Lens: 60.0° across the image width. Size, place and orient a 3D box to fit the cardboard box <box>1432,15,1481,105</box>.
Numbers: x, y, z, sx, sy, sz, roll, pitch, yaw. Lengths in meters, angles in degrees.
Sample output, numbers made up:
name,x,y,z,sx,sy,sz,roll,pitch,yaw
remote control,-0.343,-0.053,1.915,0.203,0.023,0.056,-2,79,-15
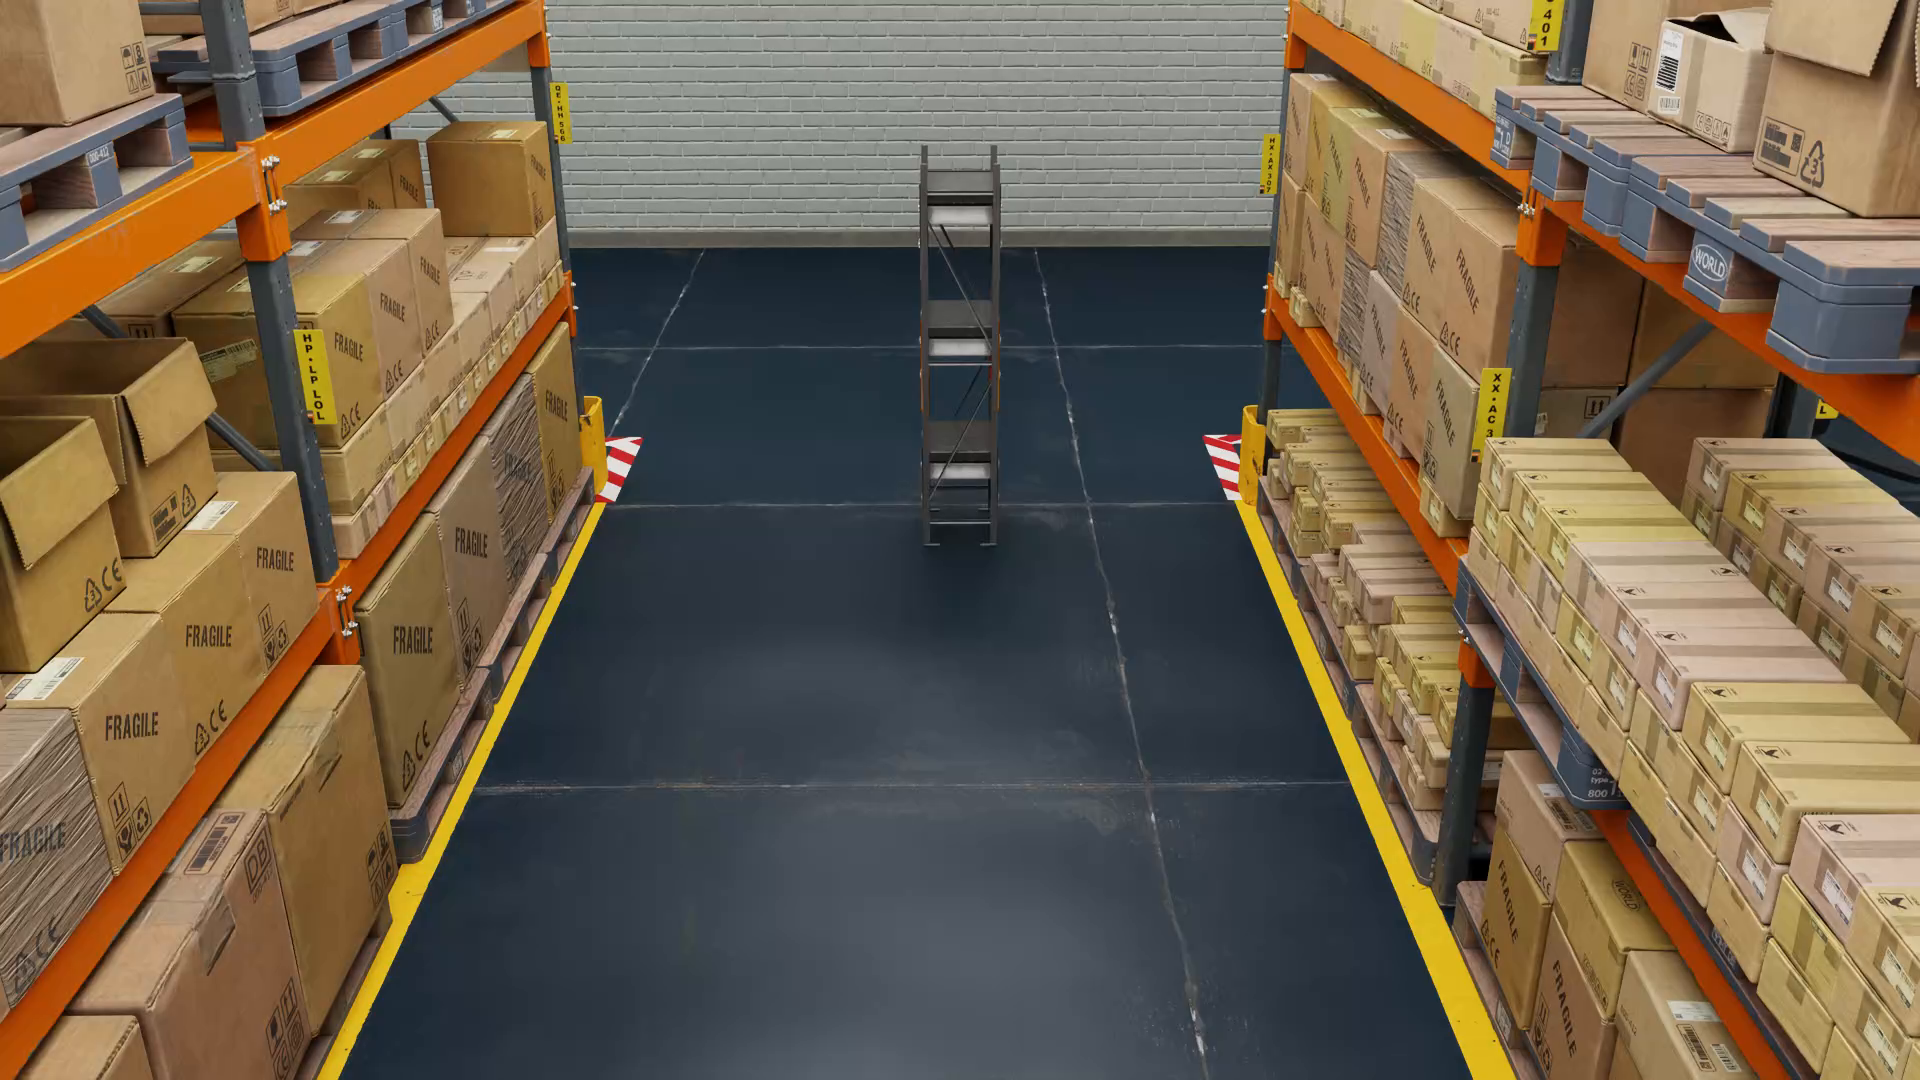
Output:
name,x,y,z,sx,sy,sz,roll,pitch,yaw
cardboard box,2.020,-1.724,5.964,0.500,0.250,0.500,0,24,-1

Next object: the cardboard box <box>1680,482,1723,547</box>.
name,x,y,z,sx,sy,sz,roll,pitch,yaw
cardboard box,2.491,-0.068,5.195,0.380,0.149,0.250,0,24,1

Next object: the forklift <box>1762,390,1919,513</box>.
name,x,y,z,sx,sy,sz,roll,pitch,yaw
forklift,4.640,-1.850,9.784,1.130,2.935,3.031,-14,28,-28

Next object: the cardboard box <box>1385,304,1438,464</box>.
name,x,y,z,sx,sy,sz,roll,pitch,yaw
cardboard box,1.997,-0.612,6.481,0.500,0.500,0.500,-1,24,-2

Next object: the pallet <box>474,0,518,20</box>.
name,x,y,z,sx,sy,sz,roll,pitch,yaw
pallet,-2.697,-2.707,8.063,1.003,0.211,1.213,0,24,-1

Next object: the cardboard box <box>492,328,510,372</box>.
name,x,y,z,sx,sy,sz,roll,pitch,yaw
cardboard box,-2.366,-0.899,7.902,0.380,0.149,0.250,0,24,0

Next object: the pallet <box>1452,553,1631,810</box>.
name,x,y,z,sx,sy,sz,roll,pitch,yaw
pallet,2.152,0.384,4.993,1.003,0.211,1.213,0,24,-1

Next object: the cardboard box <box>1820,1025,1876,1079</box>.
name,x,y,z,sx,sy,sz,roll,pitch,yaw
cardboard box,1.865,1.040,3.105,0.380,0.149,0.250,-1,24,-1

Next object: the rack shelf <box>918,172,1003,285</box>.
name,x,y,z,sx,sy,sz,roll,pitch,yaw
rack shelf,-0.002,-1.650,8.685,0.431,0.518,0.480,0,24,-1

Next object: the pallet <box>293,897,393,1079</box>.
name,x,y,z,sx,sy,sz,roll,pitch,yaw
pallet,-2.588,1.550,5.567,1.003,0.211,1.213,0,24,-1

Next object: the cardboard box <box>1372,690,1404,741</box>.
name,x,y,z,sx,sy,sz,roll,pitch,yaw
cardboard box,1.958,0.713,6.984,0.380,0.149,0.250,-1,24,-2

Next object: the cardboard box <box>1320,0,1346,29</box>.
name,x,y,z,sx,sy,sz,roll,pitch,yaw
cardboard box,1.996,-2.562,7.817,0.500,0.250,0.500,1,24,1

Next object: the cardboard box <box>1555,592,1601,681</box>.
name,x,y,z,sx,sy,sz,roll,pitch,yaw
cardboard box,1.845,0.253,4.484,0.380,0.149,0.250,-1,24,-3

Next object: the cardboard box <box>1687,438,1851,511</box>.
name,x,y,z,sx,sy,sz,roll,pitch,yaw
cardboard box,2.489,-0.202,5.130,0.380,0.149,0.250,1,24,2

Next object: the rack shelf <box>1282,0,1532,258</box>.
name,x,y,z,sx,sy,sz,roll,pitch,yaw
rack shelf,2.267,-1.882,7.004,1.077,0.370,4.000,0,24,-1

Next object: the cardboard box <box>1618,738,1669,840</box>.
name,x,y,z,sx,sy,sz,roll,pitch,yaw
cardboard box,1.853,0.607,4.064,0.380,0.149,0.250,-1,24,-2

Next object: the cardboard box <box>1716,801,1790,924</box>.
name,x,y,z,sx,sy,sz,roll,pitch,yaw
cardboard box,1.856,0.684,3.532,0.380,0.149,0.250,0,24,1

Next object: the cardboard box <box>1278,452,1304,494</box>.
name,x,y,z,sx,sy,sz,roll,pitch,yaw
cardboard box,1.941,-0.365,9.006,0.380,0.149,0.250,0,24,-1

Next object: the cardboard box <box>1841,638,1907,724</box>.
name,x,y,z,sx,sy,sz,roll,pitch,yaw
cardboard box,2.504,0.363,4.243,0.380,0.149,0.250,-1,24,-3

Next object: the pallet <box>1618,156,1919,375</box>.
name,x,y,z,sx,sy,sz,roll,pitch,yaw
pallet,2.204,-0.618,3.564,1.213,0.211,1.003,0,24,-1

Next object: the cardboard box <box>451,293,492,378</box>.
name,x,y,z,sx,sy,sz,roll,pitch,yaw
cardboard box,-2.424,-0.922,7.469,0.500,0.250,0.500,0,24,0

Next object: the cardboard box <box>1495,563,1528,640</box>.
name,x,y,z,sx,sy,sz,roll,pitch,yaw
cardboard box,1.842,0.183,5.001,0.380,0.149,0.250,0,24,0

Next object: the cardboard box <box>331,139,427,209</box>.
name,x,y,z,sx,sy,sz,roll,pitch,yaw
cardboard box,-2.974,-1.690,8.258,0.500,0.500,0.500,-1,24,-2

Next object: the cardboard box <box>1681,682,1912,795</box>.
name,x,y,z,sx,sy,sz,roll,pitch,yaw
cardboard box,1.855,0.442,3.707,0.380,0.149,0.250,0,24,1

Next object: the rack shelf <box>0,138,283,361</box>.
name,x,y,z,sx,sy,sz,roll,pitch,yaw
rack shelf,-2.650,-0.253,3.402,1.077,0.370,4.000,0,24,-1

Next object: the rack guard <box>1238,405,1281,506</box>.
name,x,y,z,sx,sy,sz,roll,pitch,yaw
rack guard,2.246,-0.497,9.742,1.175,0.500,0.348,0,24,-1

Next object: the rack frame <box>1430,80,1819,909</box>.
name,x,y,z,sx,sy,sz,roll,pitch,yaw
rack frame,2.289,-0.019,5.652,1.000,3.000,0.127,0,24,-1

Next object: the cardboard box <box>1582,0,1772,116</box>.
name,x,y,z,sx,sy,sz,roll,pitch,yaw
cardboard box,2.183,-1.466,4.580,0.700,0.500,0.500,0,24,0

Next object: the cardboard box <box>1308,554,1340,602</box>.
name,x,y,z,sx,sy,sz,roll,pitch,yaw
cardboard box,1.932,0.181,8.159,0.380,0.149,0.250,-1,24,-3

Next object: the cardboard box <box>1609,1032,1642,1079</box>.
name,x,y,z,sx,sy,sz,roll,pitch,yaw
cardboard box,2.059,1.668,4.445,0.500,0.500,0.500,0,24,0

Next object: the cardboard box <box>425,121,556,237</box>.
name,x,y,z,sx,sy,sz,roll,pitch,yaw
cardboard box,-2.447,-1.896,8.712,0.500,0.500,0.500,0,24,0

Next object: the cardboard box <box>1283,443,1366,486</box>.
name,x,y,z,sx,sy,sz,roll,pitch,yaw
cardboard box,1.909,-0.396,8.713,0.380,0.149,0.250,0,24,-1

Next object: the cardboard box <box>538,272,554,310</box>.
name,x,y,z,sx,sy,sz,roll,pitch,yaw
cardboard box,-2.378,-1.320,8.832,0.380,0.149,0.250,0,24,0

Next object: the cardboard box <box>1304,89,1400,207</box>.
name,x,y,z,sx,sy,sz,roll,pitch,yaw
cardboard box,1.997,-1.910,8.137,0.500,0.500,0.500,0,24,1

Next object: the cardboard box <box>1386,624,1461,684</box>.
name,x,y,z,sx,sy,sz,roll,pitch,yaw
cardboard box,1.973,0.465,6.811,0.380,0.149,0.250,0,24,-1

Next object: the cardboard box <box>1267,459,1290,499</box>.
name,x,y,z,sx,sy,sz,roll,pitch,yaw
cardboard box,1.931,-0.342,9.316,0.380,0.149,0.250,0,24,1

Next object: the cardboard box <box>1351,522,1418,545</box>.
name,x,y,z,sx,sy,sz,roll,pitch,yaw
cardboard box,2.044,0.032,7.767,0.380,0.149,0.250,0,24,0

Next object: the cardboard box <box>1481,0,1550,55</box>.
name,x,y,z,sx,sy,sz,roll,pitch,yaw
cardboard box,2.030,-1.734,5.379,0.500,0.250,0.500,-1,24,-3

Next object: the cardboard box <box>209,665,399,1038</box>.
name,x,y,z,sx,sy,sz,roll,pitch,yaw
cardboard box,-2.645,1.002,5.463,1.225,0.875,0.875,0,24,0

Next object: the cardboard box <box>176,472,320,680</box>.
name,x,y,z,sx,sy,sz,roll,pitch,yaw
cardboard box,-2.393,0.108,5.250,0.500,0.500,0.500,0,24,0

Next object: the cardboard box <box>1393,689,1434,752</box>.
name,x,y,z,sx,sy,sz,roll,pitch,yaw
cardboard box,1.952,0.713,6.621,0.380,0.149,0.250,-1,24,-3

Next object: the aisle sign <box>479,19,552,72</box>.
name,x,y,z,sx,sy,sz,roll,pitch,yaw
aisle sign,-2.416,-2.902,8.871,0.394,0.787,0.004,0,24,-1

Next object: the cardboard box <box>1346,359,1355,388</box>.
name,x,y,z,sx,sy,sz,roll,pitch,yaw
cardboard box,1.989,-0.775,7.628,0.380,0.149,0.250,1,24,1

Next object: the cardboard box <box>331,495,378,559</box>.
name,x,y,z,sx,sy,sz,roll,pitch,yaw
cardboard box,-2.342,-0.047,6.019,0.380,0.149,0.250,0,24,0

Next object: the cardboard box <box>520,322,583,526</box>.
name,x,y,z,sx,sy,sz,roll,pitch,yaw
cardboard box,-2.628,-0.646,9.108,0.875,0.875,0.875,0,24,-1

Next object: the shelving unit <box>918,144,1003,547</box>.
name,x,y,z,sx,sy,sz,roll,pitch,yaw
shelving unit,-0.002,-1.025,8.968,0.431,2.100,0.503,0,24,-1

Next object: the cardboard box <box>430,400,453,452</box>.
name,x,y,z,sx,sy,sz,roll,pitch,yaw
cardboard box,-2.356,-0.478,6.971,0.380,0.149,0.250,-1,24,-1

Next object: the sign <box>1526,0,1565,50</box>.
name,x,y,z,sx,sy,sz,roll,pitch,yaw
sign,1.747,-1.615,4.914,0.100,0.325,0.005,0,24,-1

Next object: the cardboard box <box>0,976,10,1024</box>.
name,x,y,z,sx,sy,sz,roll,pitch,yaw
cardboard box,-2.378,0.939,3.411,0.500,0.500,0.500,-1,24,-2

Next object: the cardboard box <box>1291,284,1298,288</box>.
name,x,y,z,sx,sy,sz,roll,pitch,yaw
cardboard box,1.965,-1.313,8.818,0.380,0.149,0.250,1,24,1

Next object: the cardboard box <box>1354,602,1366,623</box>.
name,x,y,z,sx,sy,sz,roll,pitch,yaw
cardboard box,2.022,0.284,7.571,0.380,0.149,0.250,-1,24,-3

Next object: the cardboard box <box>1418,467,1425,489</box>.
name,x,y,z,sx,sy,sz,roll,pitch,yaw
cardboard box,1.997,-0.237,6.439,0.380,0.149,0.250,1,24,2

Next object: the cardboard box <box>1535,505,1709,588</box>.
name,x,y,z,sx,sy,sz,roll,pitch,yaw
cardboard box,1.843,0.018,4.643,0.380,0.149,0.250,0,24,0

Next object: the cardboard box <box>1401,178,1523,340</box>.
name,x,y,z,sx,sy,sz,roll,pitch,yaw
cardboard box,2.003,-1.061,6.260,0.500,0.500,0.500,-1,24,-2

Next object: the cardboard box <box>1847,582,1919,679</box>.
name,x,y,z,sx,sy,sz,roll,pitch,yaw
cardboard box,2.496,0.224,4.187,0.380,0.149,0.250,-1,24,-2

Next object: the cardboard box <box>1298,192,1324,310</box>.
name,x,y,z,sx,sy,sz,roll,pitch,yaw
cardboard box,2.005,-1.441,8.315,0.500,0.500,0.500,0,24,0
